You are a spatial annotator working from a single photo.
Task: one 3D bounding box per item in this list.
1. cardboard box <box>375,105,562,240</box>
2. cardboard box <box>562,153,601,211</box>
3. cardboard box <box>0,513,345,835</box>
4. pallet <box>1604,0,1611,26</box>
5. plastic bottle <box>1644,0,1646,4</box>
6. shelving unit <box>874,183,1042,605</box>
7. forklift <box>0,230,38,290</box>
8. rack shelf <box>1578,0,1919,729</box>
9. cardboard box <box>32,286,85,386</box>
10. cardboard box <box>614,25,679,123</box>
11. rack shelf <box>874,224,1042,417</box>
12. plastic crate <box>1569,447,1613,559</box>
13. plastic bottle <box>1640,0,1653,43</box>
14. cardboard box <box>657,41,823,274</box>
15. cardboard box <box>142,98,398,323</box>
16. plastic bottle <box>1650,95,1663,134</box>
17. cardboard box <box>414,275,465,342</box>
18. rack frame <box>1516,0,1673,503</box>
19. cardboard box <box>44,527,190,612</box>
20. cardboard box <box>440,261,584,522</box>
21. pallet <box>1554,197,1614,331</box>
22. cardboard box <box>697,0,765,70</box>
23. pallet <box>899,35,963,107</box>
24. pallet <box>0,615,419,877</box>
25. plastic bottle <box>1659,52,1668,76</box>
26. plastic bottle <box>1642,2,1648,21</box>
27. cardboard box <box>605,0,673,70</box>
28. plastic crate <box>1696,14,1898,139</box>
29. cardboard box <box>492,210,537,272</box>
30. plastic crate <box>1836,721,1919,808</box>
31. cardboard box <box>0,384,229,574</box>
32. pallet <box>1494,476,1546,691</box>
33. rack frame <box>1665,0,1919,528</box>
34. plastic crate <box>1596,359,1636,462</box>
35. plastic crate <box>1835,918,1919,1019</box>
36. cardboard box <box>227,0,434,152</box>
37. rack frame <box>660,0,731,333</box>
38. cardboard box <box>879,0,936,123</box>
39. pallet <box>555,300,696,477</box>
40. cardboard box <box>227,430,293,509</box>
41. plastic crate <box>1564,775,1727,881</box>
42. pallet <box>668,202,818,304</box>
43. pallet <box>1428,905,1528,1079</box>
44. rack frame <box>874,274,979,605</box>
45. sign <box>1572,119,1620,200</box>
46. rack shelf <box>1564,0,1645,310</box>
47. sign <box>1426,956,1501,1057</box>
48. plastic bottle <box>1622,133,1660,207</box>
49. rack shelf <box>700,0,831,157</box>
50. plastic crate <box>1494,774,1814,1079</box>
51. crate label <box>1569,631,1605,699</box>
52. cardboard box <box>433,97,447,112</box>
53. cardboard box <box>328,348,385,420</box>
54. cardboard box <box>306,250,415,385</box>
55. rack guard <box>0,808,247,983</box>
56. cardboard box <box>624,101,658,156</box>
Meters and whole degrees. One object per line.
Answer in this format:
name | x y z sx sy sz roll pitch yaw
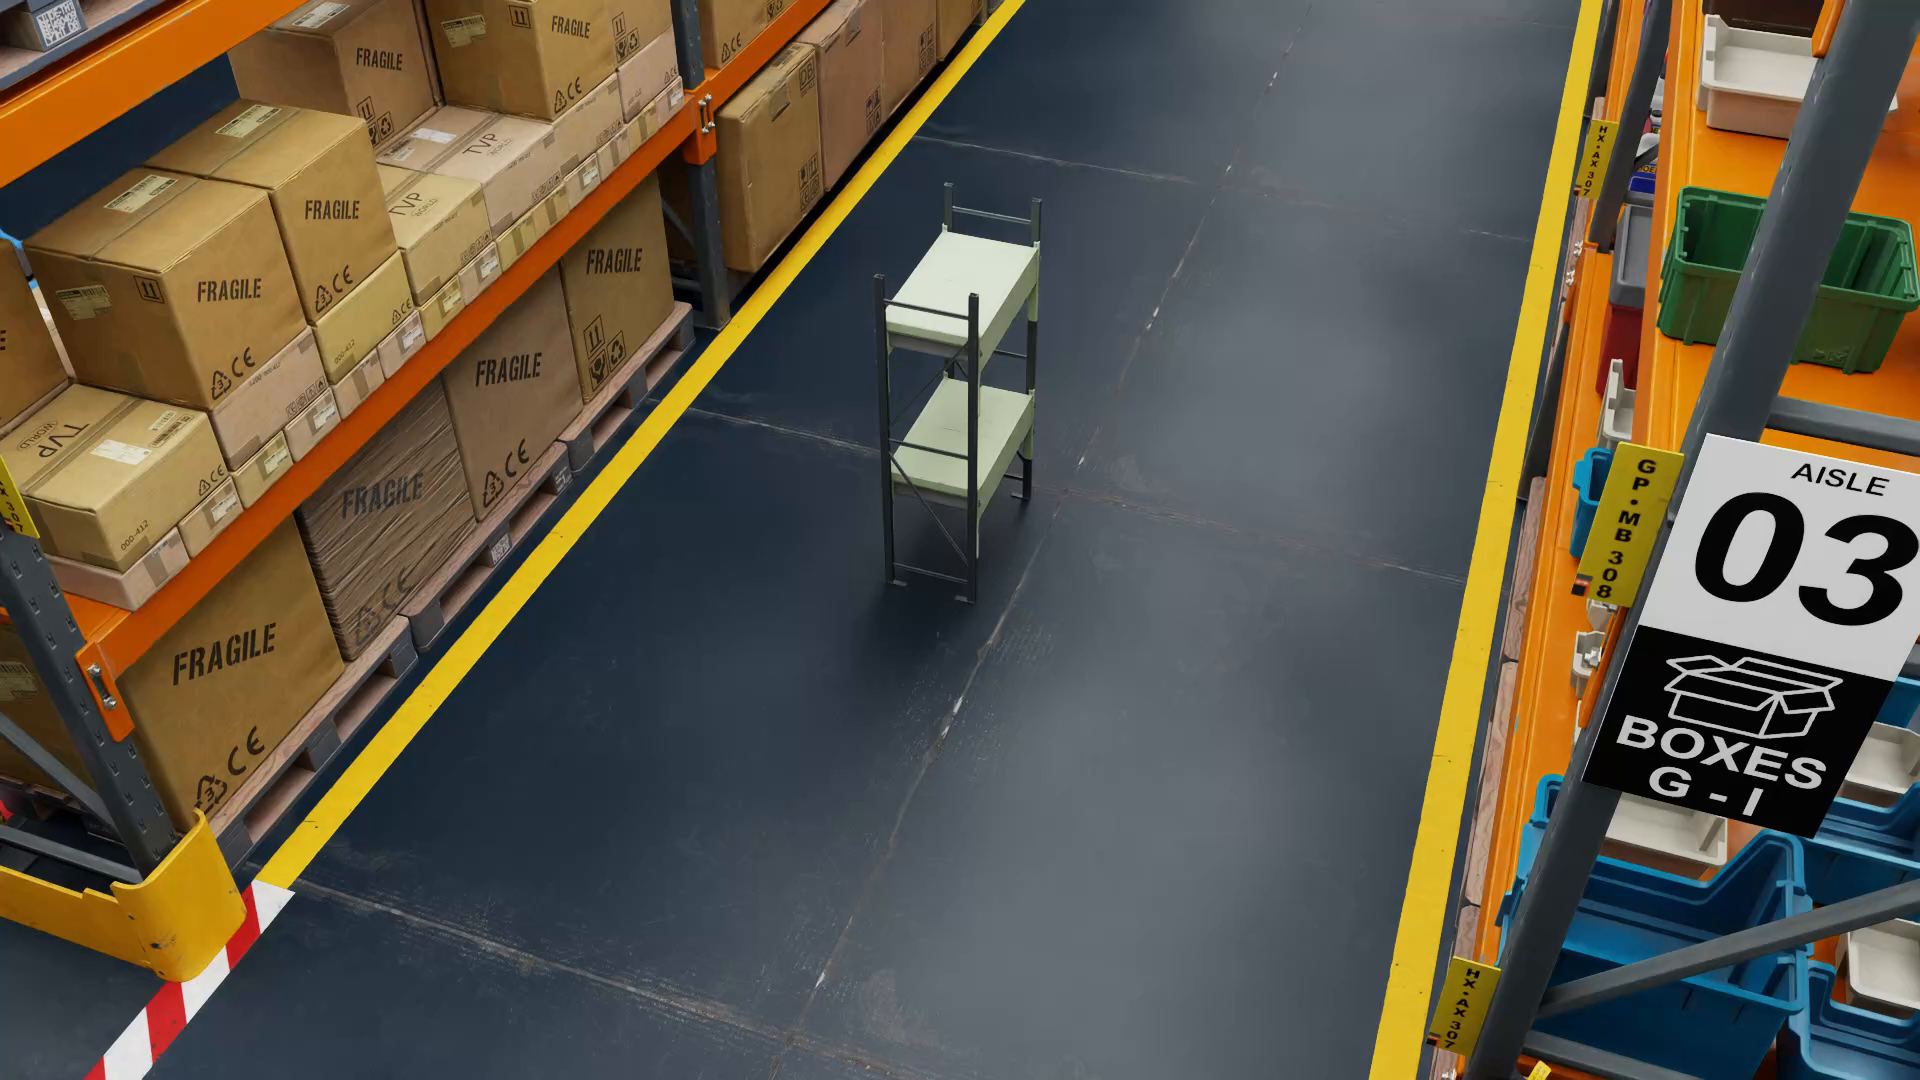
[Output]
cardboard box | -1.924 -1.447 6.522 0.500 0.250 0.500 14 42 16
cardboard box | -1.731 -1.521 6.916 0.380 0.149 0.250 14 42 16
cardboard box | -2.895 0.334 5.861 0.875 0.875 0.875 13 42 15
pallet | 5.072 -3.831 11.578 1.003 0.211 1.213 13 42 15
plastic bottle | 3.518 -2.817 8.340 0.097 0.271 0.097 0 40 0
shelving unit | 0.002 -0.575 6.768 0.431 1.500 0.755 13 42 15
forklift | -5.178 -1.746 7.038 3.031 2.935 1.130 26 47 27
rack shelf | 2.300 -0.894 4.231 1.077 0.370 4.000 13 42 15
cardboard box | -2.948 -0.626 5.559 0.500 0.250 0.500 13 42 14
cardboard box | -1.575 -2.075 7.257 0.500 0.250 0.500 13 42 14
rack shelf | 0.002 -0.872 6.515 0.431 0.370 0.720 13 42 15
plastic crate | 2.077 -0.076 5.111 0.416 0.233 0.300 13 42 15
plastic bottle | 3.367 -2.533 7.946 0.144 0.351 0.185 13 42 15
cardboard box | -1.471 -2.092 8.705 1.225 0.875 0.875 13 42 15
cardboard box | -2.278 -1.103 5.540 0.500 0.500 0.500 12 42 14
plastic bottle | 2.940 -1.735 7.068 0.152 0.276 0.135 13 42 15
cardboard box | -2.082 -0.893 6.179 0.380 0.149 0.250 12 42 14
rack frame | 2.984 -1.247 6.400 1.000 3.000 0.127 13 42 15
cardboard box | -2.607 0.046 5.079 0.380 0.149 0.250 14 42 16
cardboard box | -2.279 -0.764 7.148 0.875 0.875 0.875 13 42 15
pallet | 3.702 -1.394 8.721 1.003 0.211 1.213 13 42 15
cardboard box | -1.278 -2.609 7.920 0.500 0.500 0.500 13 42 15
pallet | -0.643 -3.261 10.909 1.003 0.211 1.213 13 42 15
pallet | -2.839 0.649 6.326 1.003 0.211 1.213 13 42 15
plastic bottle | 3.054 -1.974 7.291 0.144 0.351 0.185 13 42 15
plastic bottle | 3.440 -2.676 8.175 0.097 0.271 0.097 0 40 0
cardboard box | -1.577 -2.348 6.999 0.500 0.500 0.500 14 43 16
plastic crate | 2.089 -1.163 4.195 0.437 0.136 0.530 13 42 15
cardboard box | -1.906 -1.208 6.548 0.380 0.149 0.250 13 42 14
plastic crate | 2.429 0.602 4.391 0.250 0.136 0.298 13 42 15
cardboard box | -2.621 -0.195 5.054 0.500 0.250 0.500 12 42 14
pallet | 2.769 0.271 6.770 1.003 0.211 1.213 13 42 15
rack frame | 1.616 -1.089 1.594 1.000 3.000 0.127 13 42 15
plastic crate | 2.288 -0.334 5.376 0.437 0.282 0.530 13 42 15
plastic crate | 2.197 1.015 3.906 0.250 0.136 0.298 13 42 15
cardboard box | -2.424 -1.835 6.398 0.500 0.500 0.500 12 42 14
rack frame | -1.671 -2.346 7.689 1.000 3.000 0.127 13 42 15
cardboard box | -0.870 -3.179 9.979 1.225 0.875 0.875 13 42 15
pallet | -2.004 -0.839 8.071 1.003 0.211 1.213 13 42 15
cardboard box | -2.433 -0.267 5.446 0.380 0.149 0.250 12 42 14
plastic crate | 1.725 0.733 4.237 0.396 0.136 0.243 13 42 15
pallet | -1.478 -1.773 9.165 1.003 0.211 1.213 13 42 15
pallet | 1.934 1.759 5.025 1.003 0.211 1.213 13 42 15
rack frame | -0.123 -0.351 6.506 0.400 1.500 0.023 13 42 15
sign | 2.467 -1.475 6.455 0.100 0.325 0.005 13 42 15
rack shelf | 3.668 -2.193 8.064 1.077 0.370 4.000 13 42 15
sign | 1.093 1.019 3.619 0.100 0.325 0.005 13 42 15
plastic bottle | 2.815 -1.512 6.806 0.152 0.276 0.135 13 42 15
rack shelf | -0.987 -3.292 9.352 1.077 0.370 4.000 13 42 15
plastic crate | 1.555 0.911 3.798 0.616 0.435 0.499 13 42 15
crate label | 1.910 0.384 4.646 0.396 0.136 0.243 13 42 15
cardboard box | -2.252 -1.872 7.019 0.500 0.250 0.500 13 42 15
cardboard box | -2.257 -0.581 5.814 0.380 0.149 0.250 13 42 14
cardboard box | -2.274 -0.820 5.786 0.500 0.250 0.500 12 42 14
rack guard | -3.047 1.059 5.623 1.175 0.500 0.348 13 42 15
cardboard box | -1.555 -1.835 7.283 0.380 0.149 0.250 14 42 16
